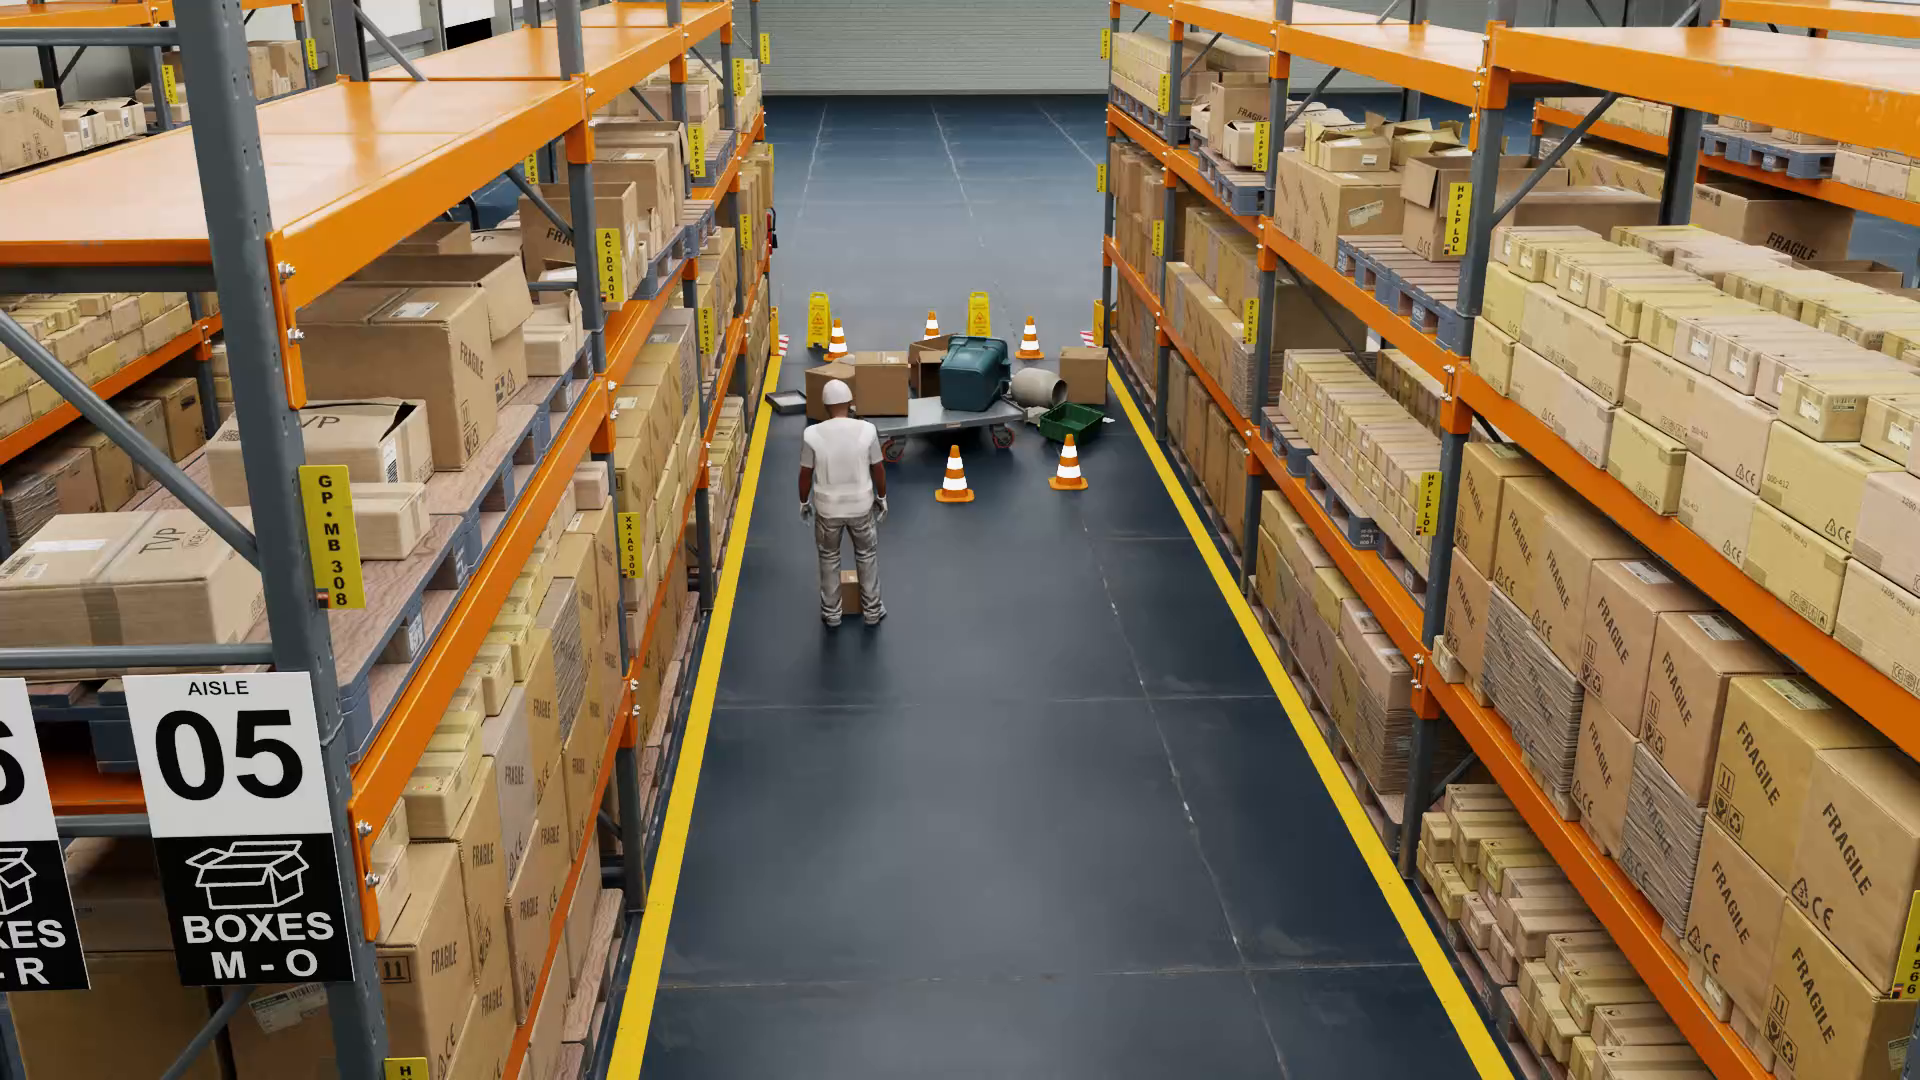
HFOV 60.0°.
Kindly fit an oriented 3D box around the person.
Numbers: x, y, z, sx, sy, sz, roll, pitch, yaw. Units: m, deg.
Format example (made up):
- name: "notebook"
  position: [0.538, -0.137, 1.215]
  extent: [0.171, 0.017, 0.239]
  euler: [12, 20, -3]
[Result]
- name: "person"
  position: [-0.826, -0.252, 11.743]
  extent: [0.628, 1.774, 0.448]
  euler: [-2, 20, -6]
